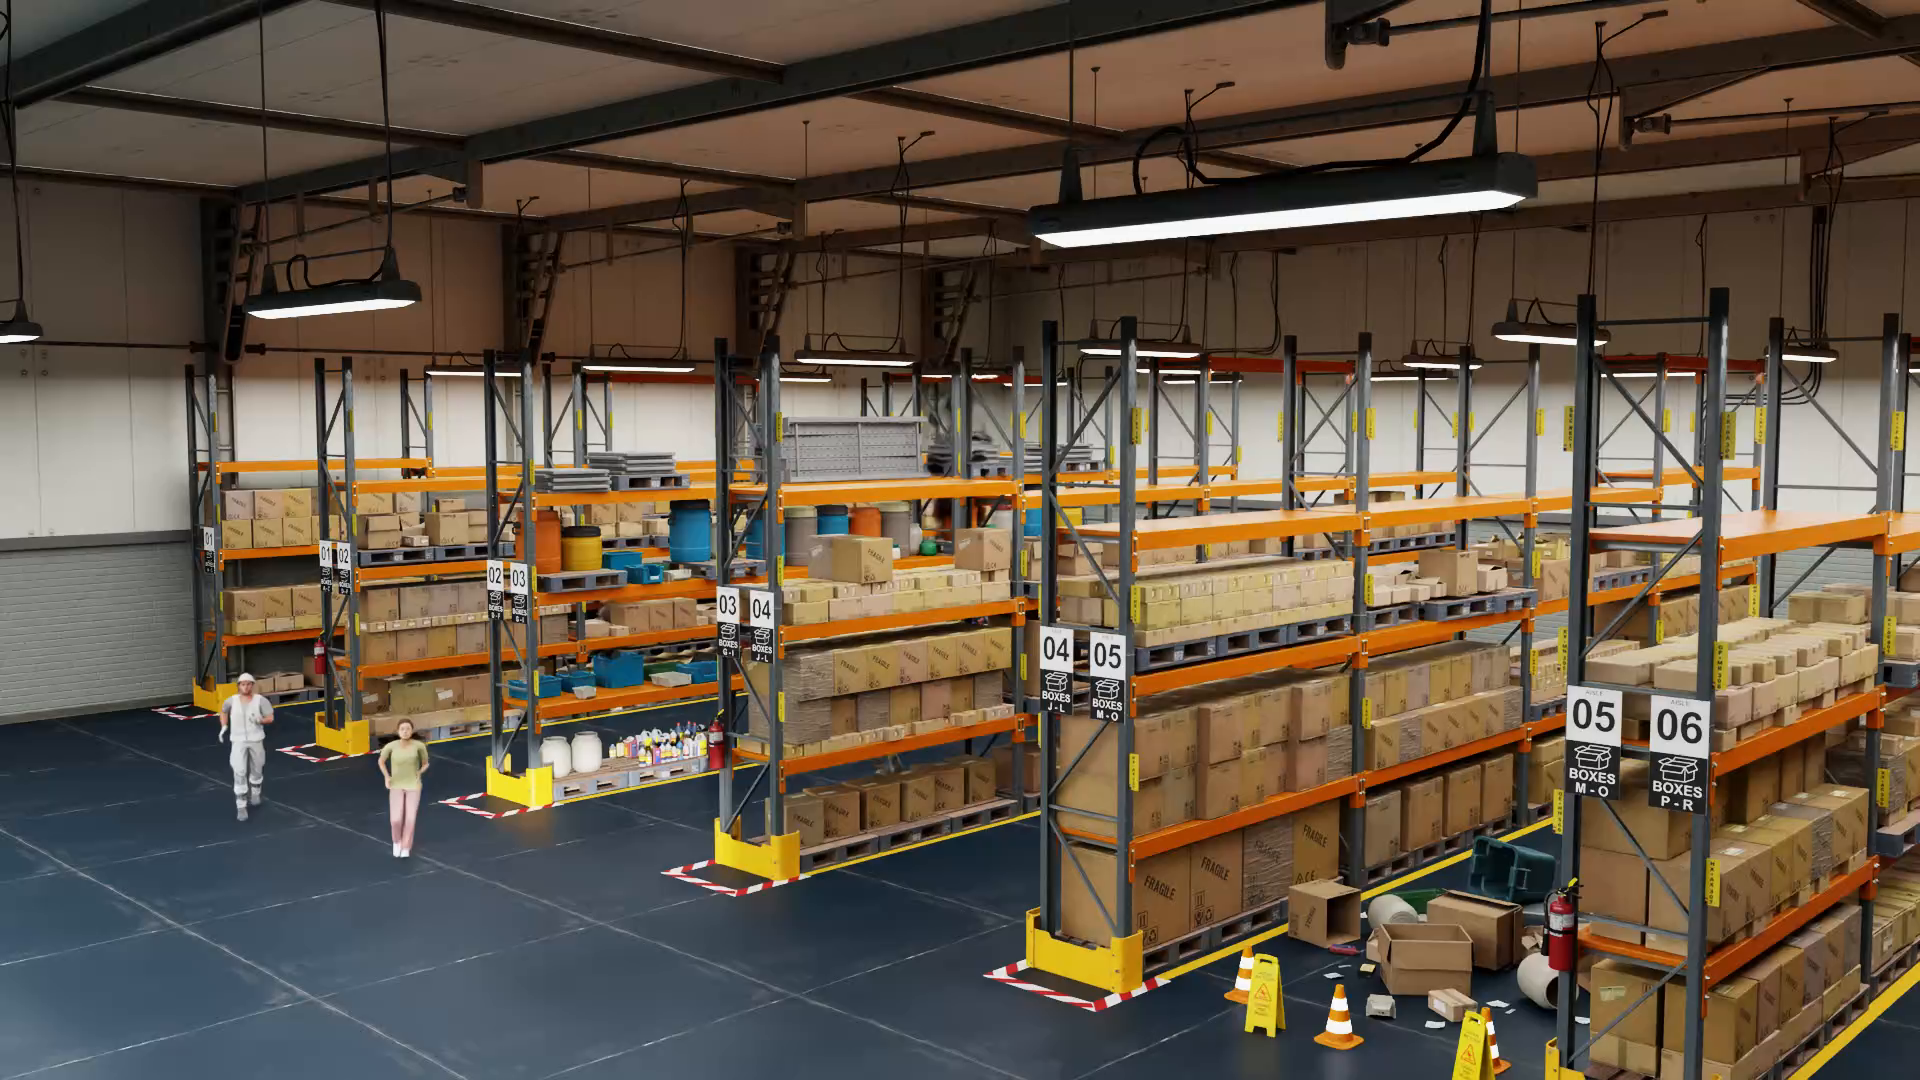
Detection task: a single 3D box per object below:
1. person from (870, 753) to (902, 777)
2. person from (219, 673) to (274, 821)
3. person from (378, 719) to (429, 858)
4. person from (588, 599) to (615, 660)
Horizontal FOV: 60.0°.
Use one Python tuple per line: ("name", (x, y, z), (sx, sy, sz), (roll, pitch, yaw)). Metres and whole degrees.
("person", (-1.051, 2.528, 22.759), (0.662, 1.750, 0.662), (3, 5, 32))
("person", (-9.158, 2.613, 21.368), (0.655, 1.817, 0.910), (-2, 5, -22))
("person", (-6.392, 2.871, 19.155), (0.553, 1.626, 0.567), (-2, 5, -21))
("person", (-6.736, 1.866, 31.555), (0.765, 1.752, 0.609), (4, 6, 43))
